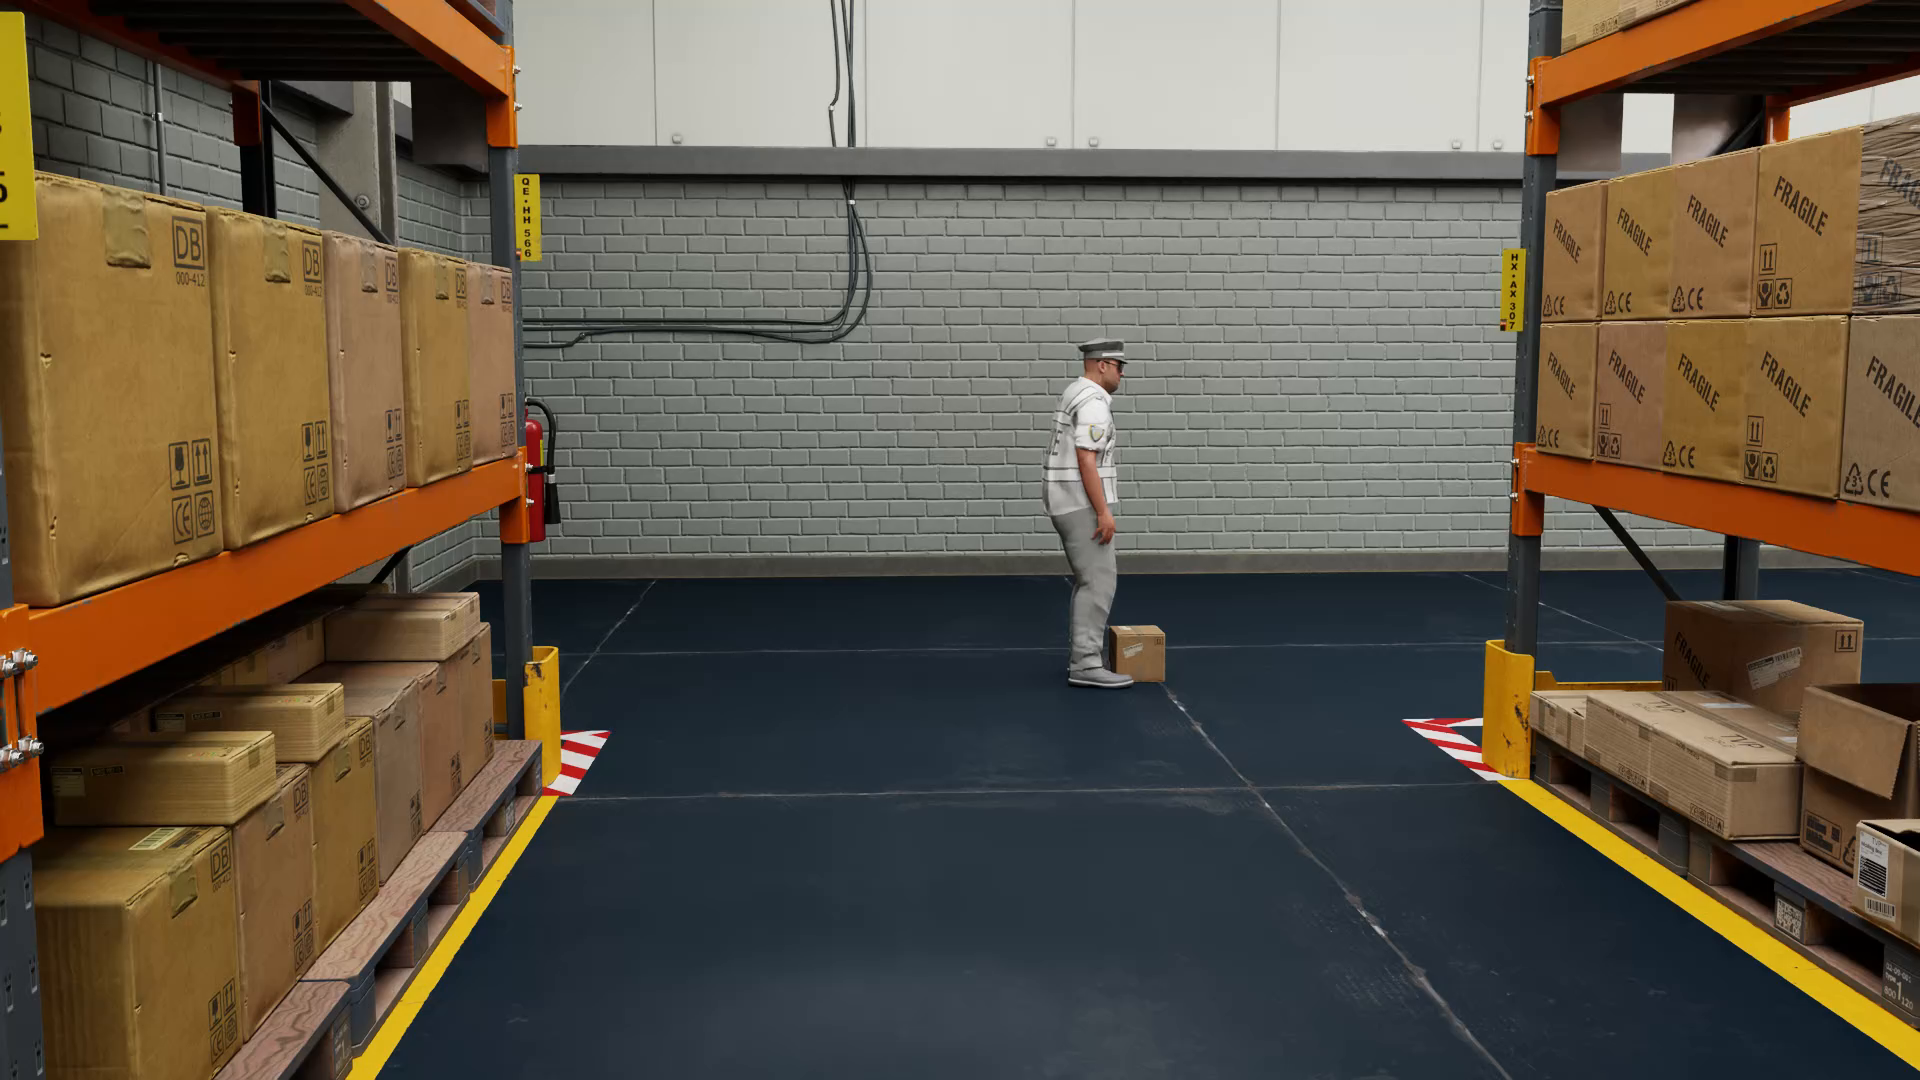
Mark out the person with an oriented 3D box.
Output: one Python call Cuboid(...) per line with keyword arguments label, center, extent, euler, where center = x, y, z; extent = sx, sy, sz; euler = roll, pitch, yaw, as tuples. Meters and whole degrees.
Cuboid(label="person", center=(0.659, -0.154, 8.495), extent=(0.465, 1.749, 0.585), euler=(0, 7, -3))
